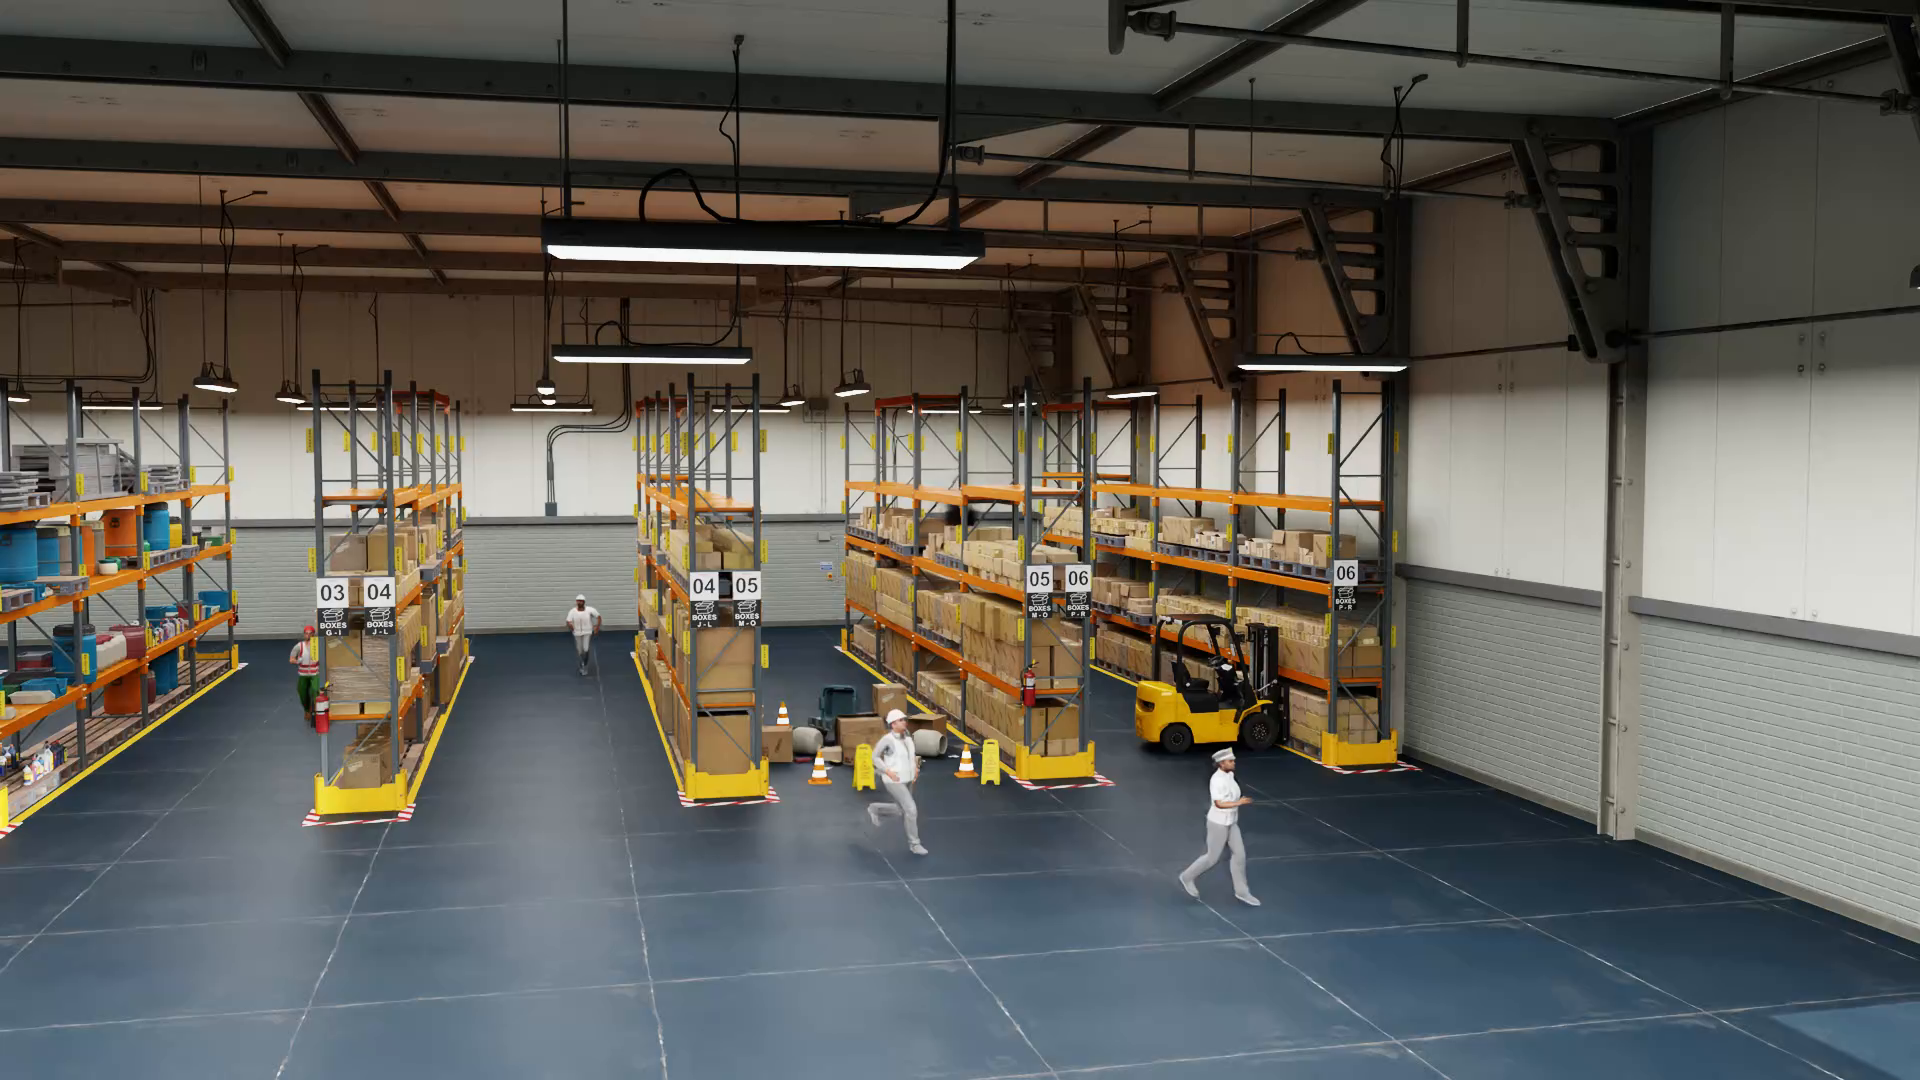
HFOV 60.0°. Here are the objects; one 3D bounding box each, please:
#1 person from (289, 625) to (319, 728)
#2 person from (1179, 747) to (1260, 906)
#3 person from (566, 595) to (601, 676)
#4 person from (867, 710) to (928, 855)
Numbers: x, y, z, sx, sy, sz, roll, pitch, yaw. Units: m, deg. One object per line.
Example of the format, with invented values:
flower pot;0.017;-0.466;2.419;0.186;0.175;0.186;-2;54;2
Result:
person;-11.489;2.391;29.395;0.668;1.765;0.998;-1;3;-16
person;2.833;3.087;18.091;0.901;1.702;0.604;2;4;28
person;-8.157;2.065;35.963;0.710;1.759;0.690;0;3;-1
person;-0.784;2.969;20.559;0.979;1.757;0.643;2;4;31
